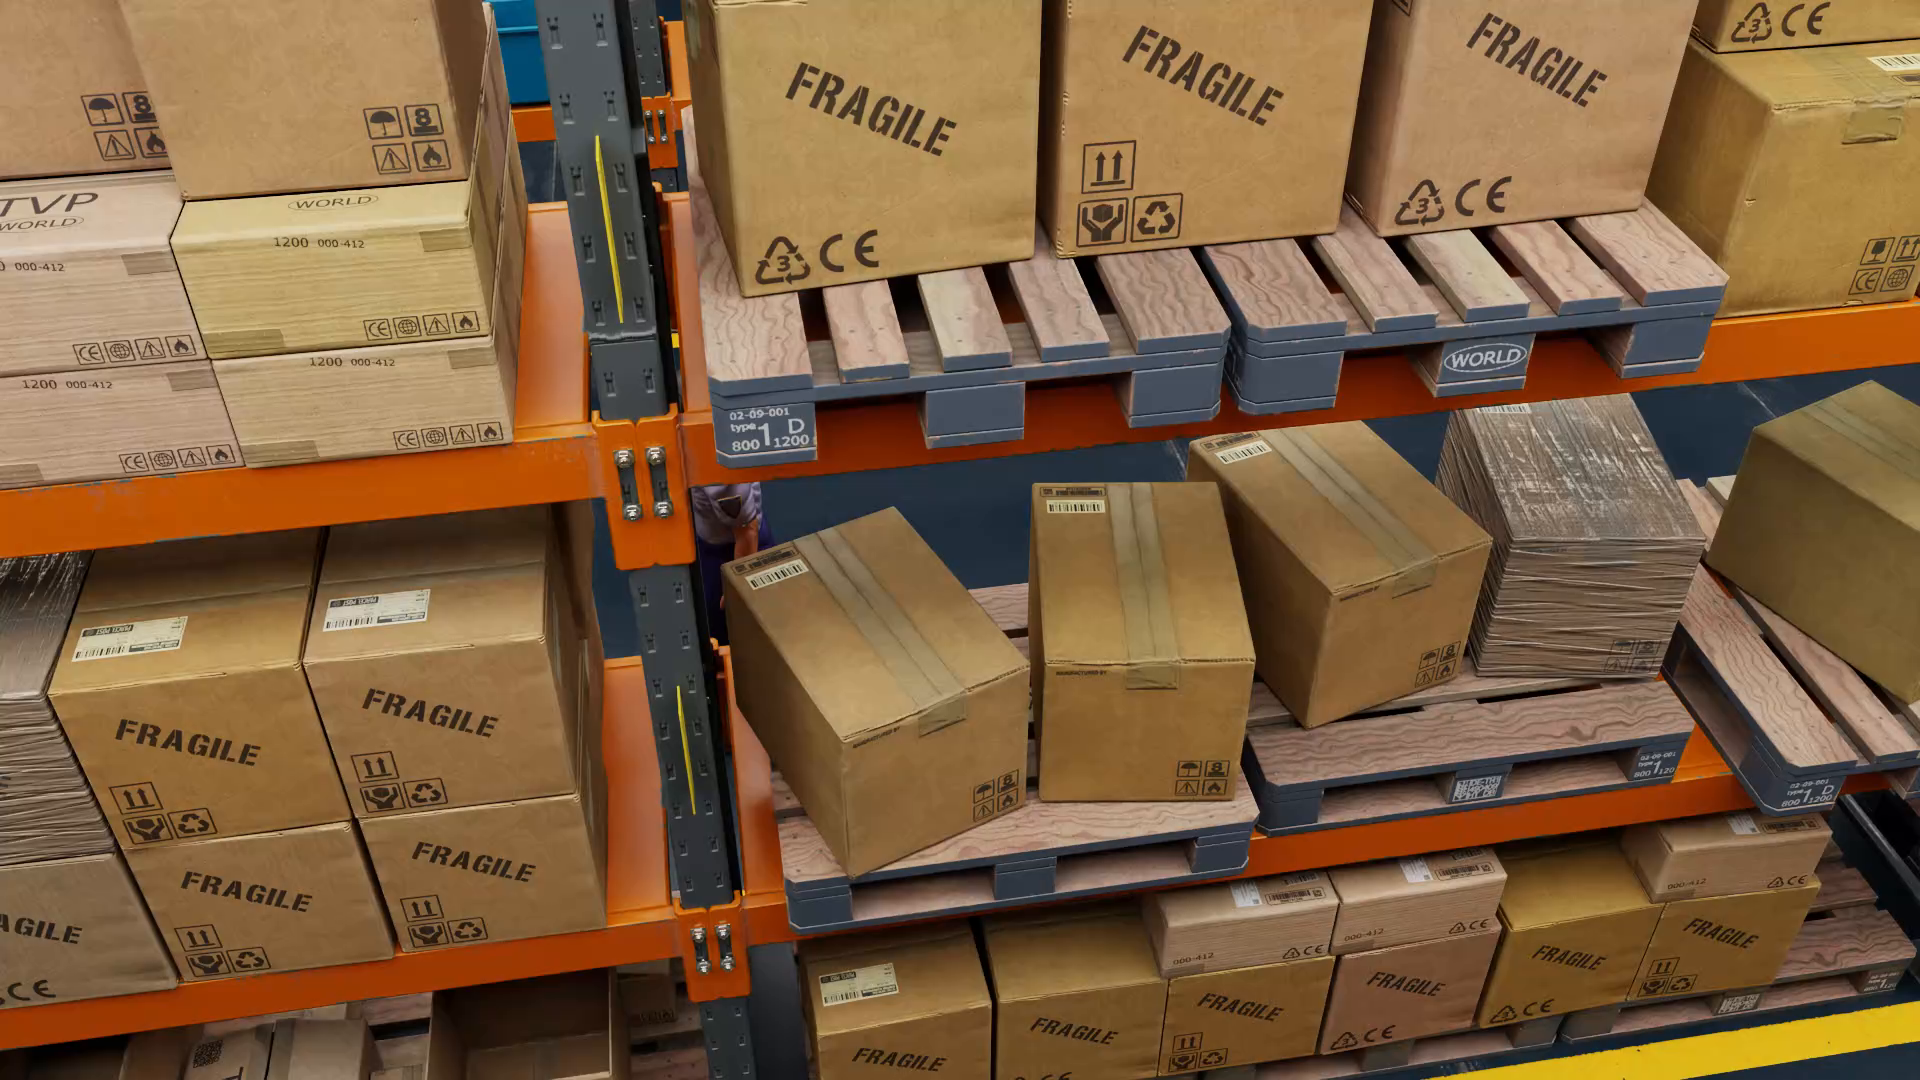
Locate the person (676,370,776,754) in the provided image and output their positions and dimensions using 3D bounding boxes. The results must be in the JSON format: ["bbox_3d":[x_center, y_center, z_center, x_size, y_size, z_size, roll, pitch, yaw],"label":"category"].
[{"bbox_3d":[-0.870,0.046,6.103,0.371,1.651,0.565,-14,41,-16],"label":"person"}]
